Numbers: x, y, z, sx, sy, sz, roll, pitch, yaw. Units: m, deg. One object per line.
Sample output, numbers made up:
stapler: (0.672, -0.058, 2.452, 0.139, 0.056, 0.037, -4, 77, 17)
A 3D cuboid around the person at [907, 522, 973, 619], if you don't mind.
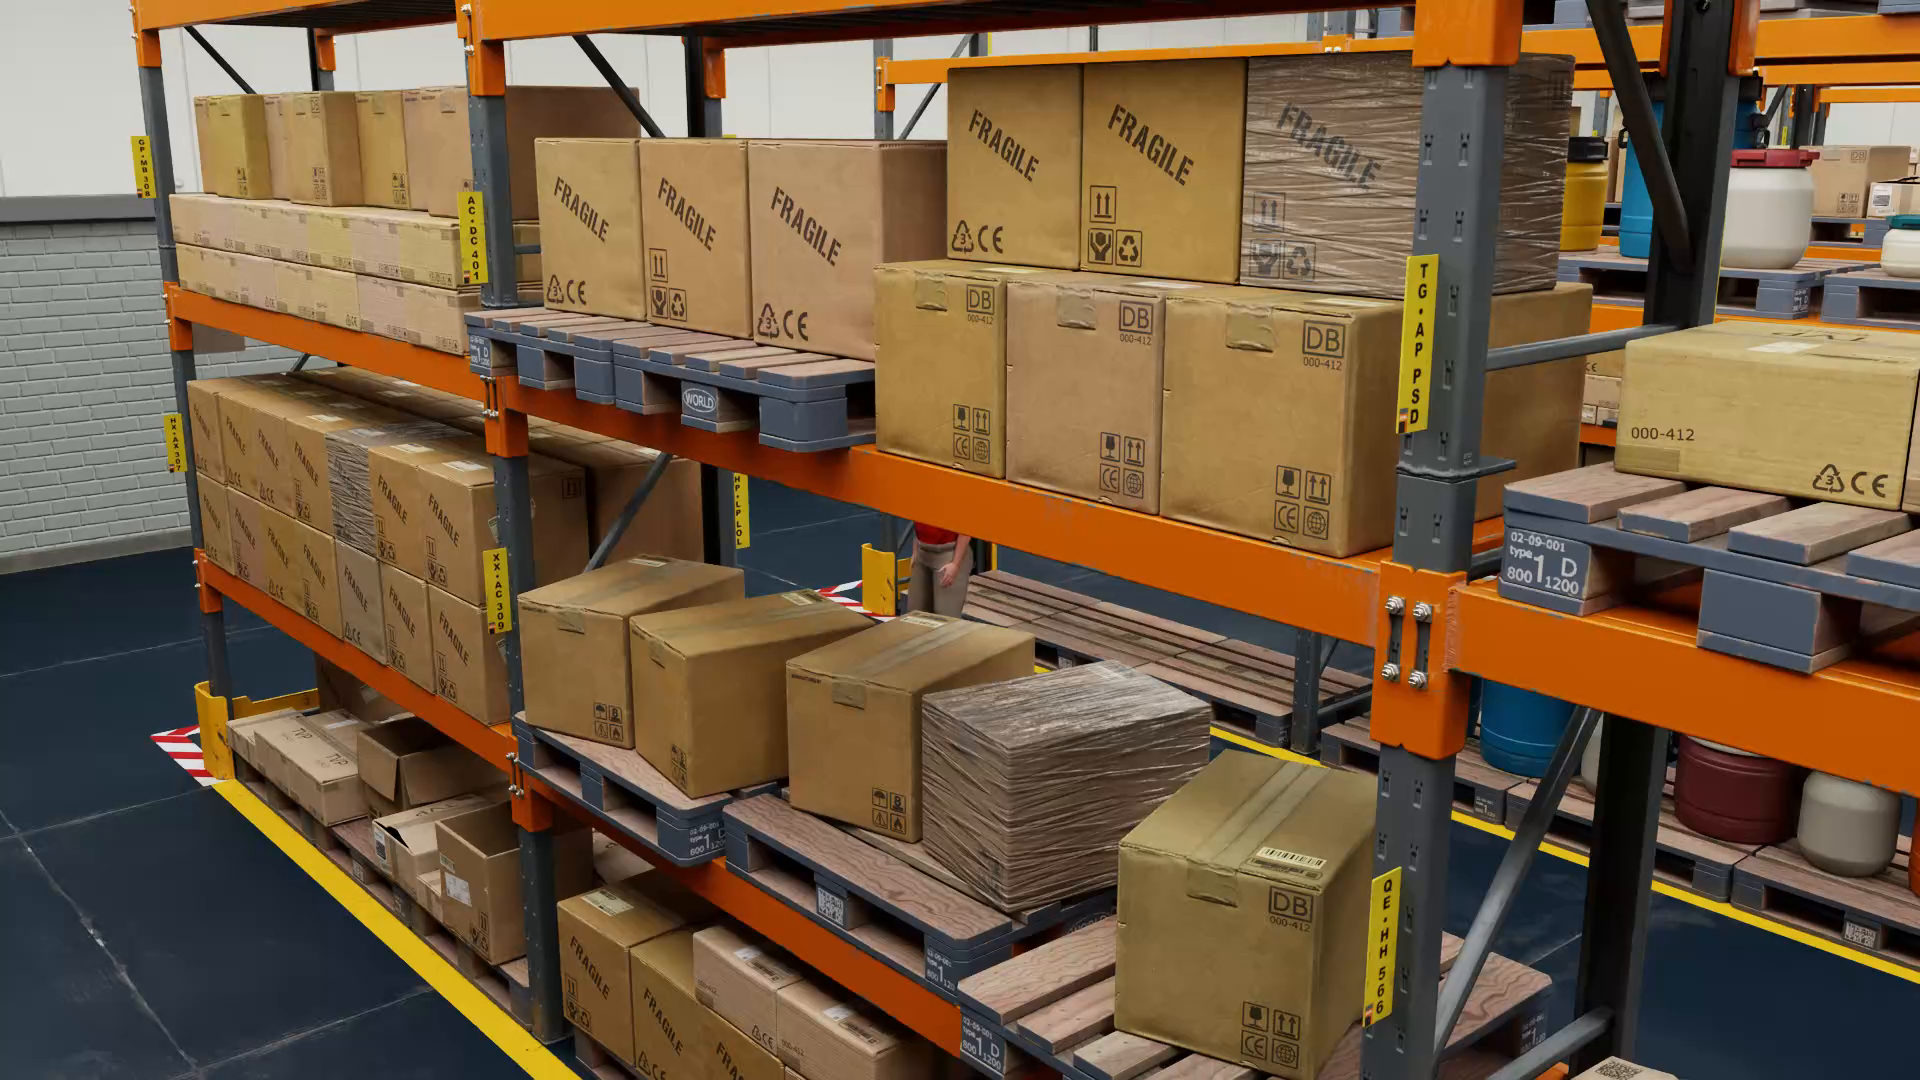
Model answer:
person: (-0.115, 0.148, 11.030, 0.389, 1.699, 0.547, -11, 18, -38)
